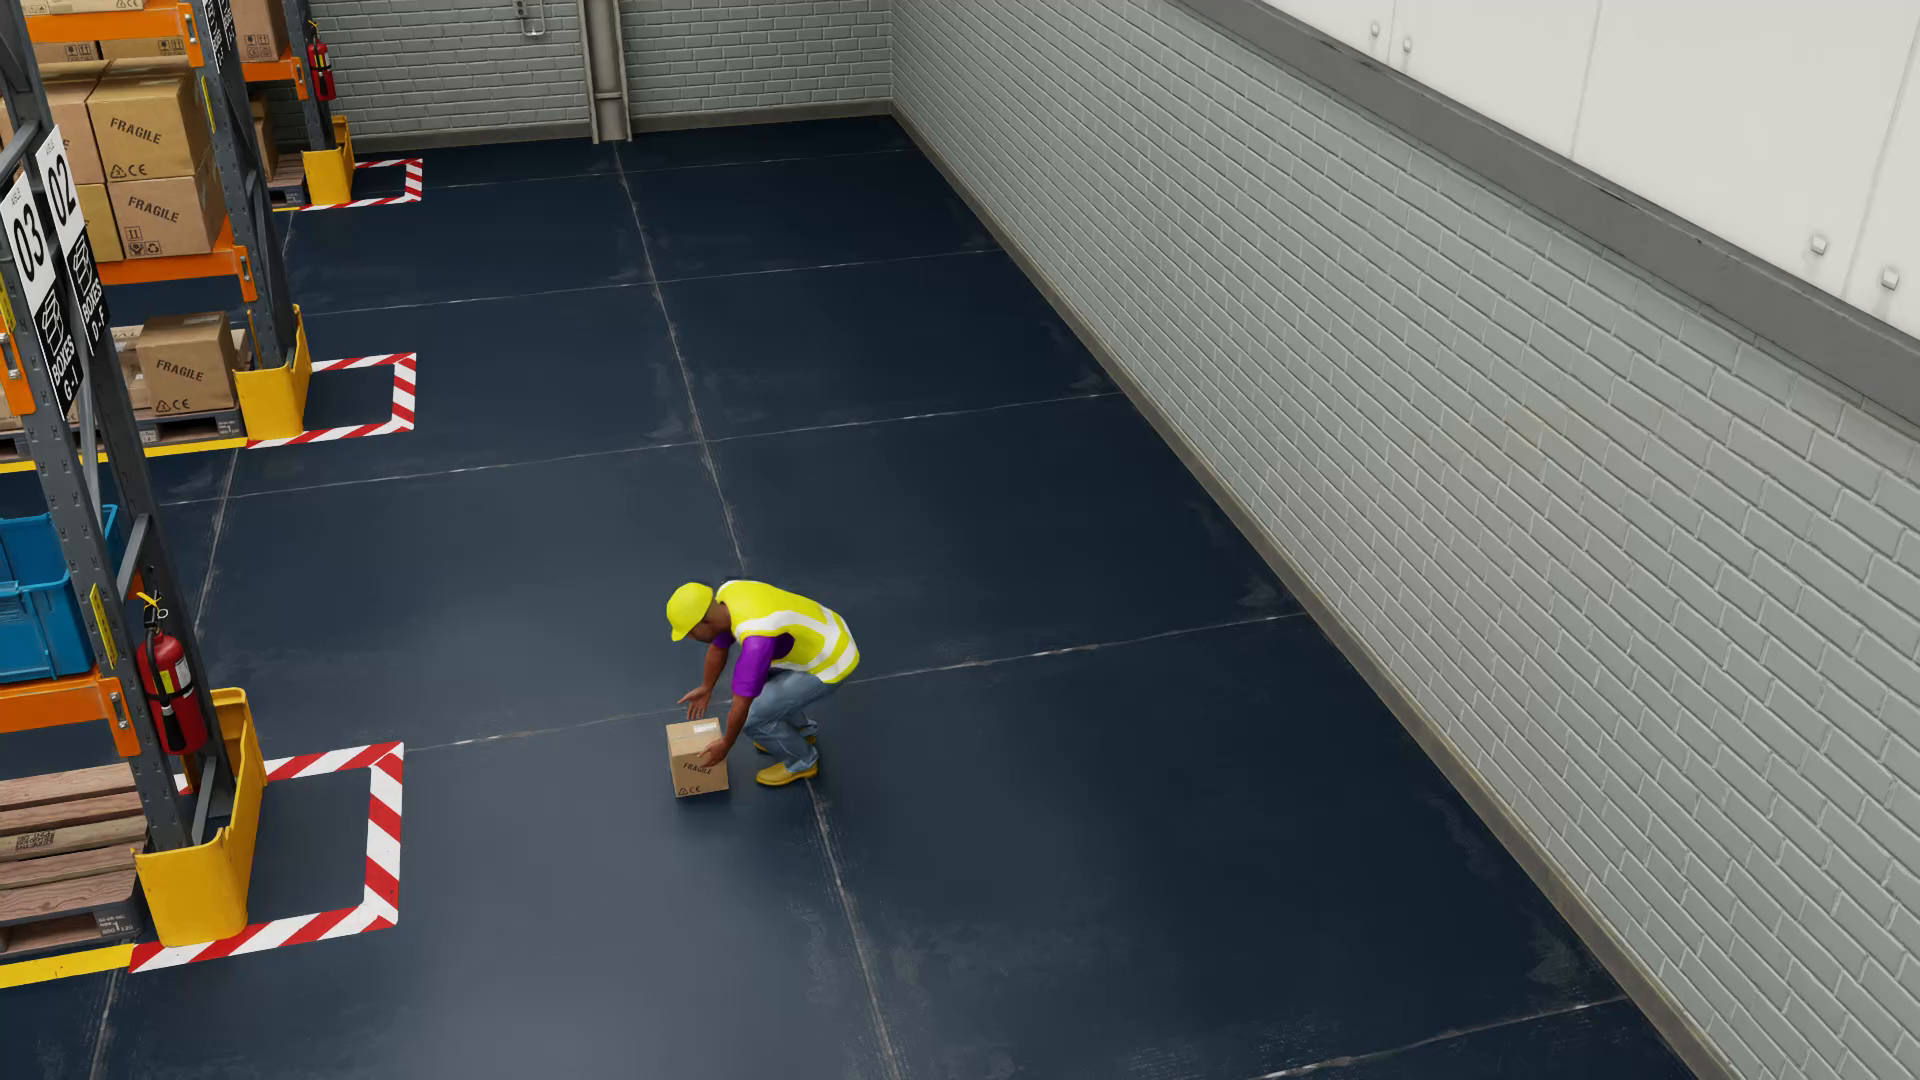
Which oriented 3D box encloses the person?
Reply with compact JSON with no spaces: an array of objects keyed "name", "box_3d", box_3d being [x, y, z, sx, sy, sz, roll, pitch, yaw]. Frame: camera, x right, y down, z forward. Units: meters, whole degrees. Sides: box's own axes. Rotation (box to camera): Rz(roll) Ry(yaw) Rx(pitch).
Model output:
[{"name":"person","box_3d":[-0.900,0.634,7.778,0.869,1.113,0.606,-8,31,-13]}]
